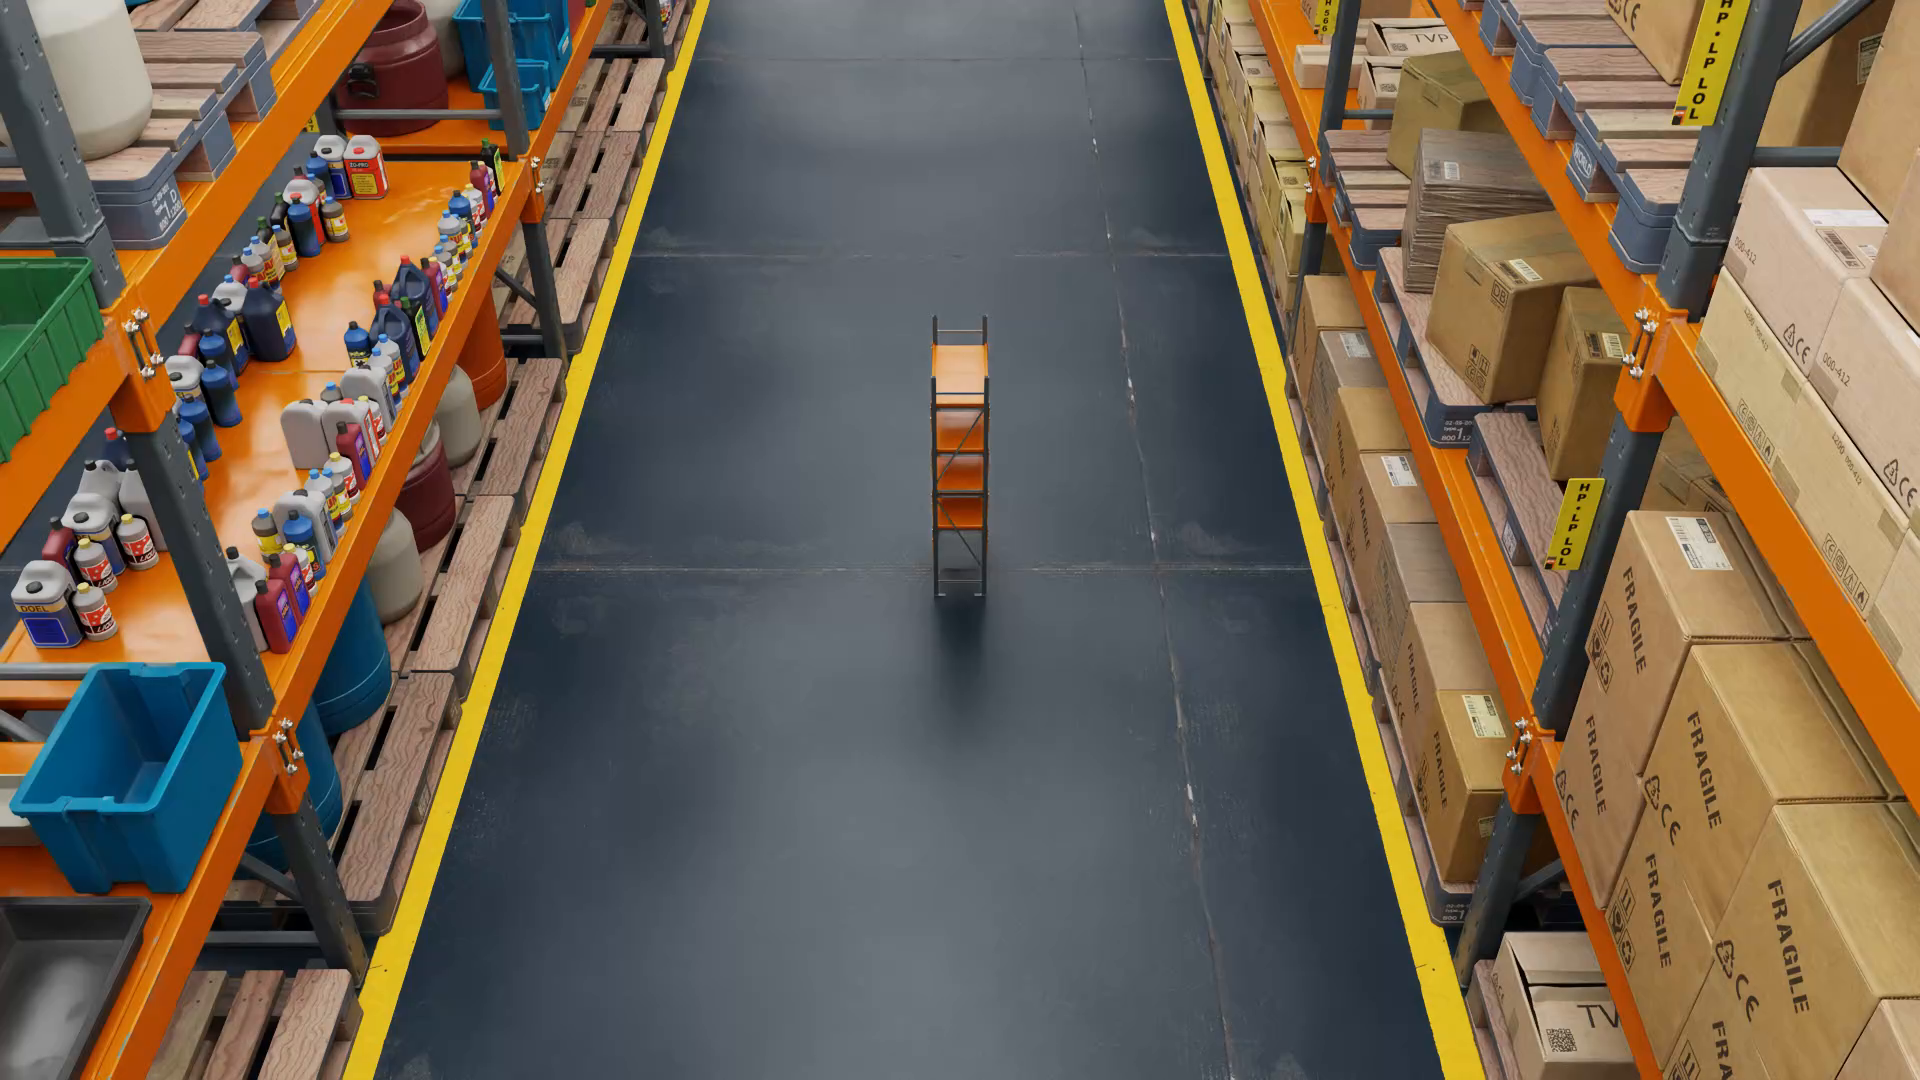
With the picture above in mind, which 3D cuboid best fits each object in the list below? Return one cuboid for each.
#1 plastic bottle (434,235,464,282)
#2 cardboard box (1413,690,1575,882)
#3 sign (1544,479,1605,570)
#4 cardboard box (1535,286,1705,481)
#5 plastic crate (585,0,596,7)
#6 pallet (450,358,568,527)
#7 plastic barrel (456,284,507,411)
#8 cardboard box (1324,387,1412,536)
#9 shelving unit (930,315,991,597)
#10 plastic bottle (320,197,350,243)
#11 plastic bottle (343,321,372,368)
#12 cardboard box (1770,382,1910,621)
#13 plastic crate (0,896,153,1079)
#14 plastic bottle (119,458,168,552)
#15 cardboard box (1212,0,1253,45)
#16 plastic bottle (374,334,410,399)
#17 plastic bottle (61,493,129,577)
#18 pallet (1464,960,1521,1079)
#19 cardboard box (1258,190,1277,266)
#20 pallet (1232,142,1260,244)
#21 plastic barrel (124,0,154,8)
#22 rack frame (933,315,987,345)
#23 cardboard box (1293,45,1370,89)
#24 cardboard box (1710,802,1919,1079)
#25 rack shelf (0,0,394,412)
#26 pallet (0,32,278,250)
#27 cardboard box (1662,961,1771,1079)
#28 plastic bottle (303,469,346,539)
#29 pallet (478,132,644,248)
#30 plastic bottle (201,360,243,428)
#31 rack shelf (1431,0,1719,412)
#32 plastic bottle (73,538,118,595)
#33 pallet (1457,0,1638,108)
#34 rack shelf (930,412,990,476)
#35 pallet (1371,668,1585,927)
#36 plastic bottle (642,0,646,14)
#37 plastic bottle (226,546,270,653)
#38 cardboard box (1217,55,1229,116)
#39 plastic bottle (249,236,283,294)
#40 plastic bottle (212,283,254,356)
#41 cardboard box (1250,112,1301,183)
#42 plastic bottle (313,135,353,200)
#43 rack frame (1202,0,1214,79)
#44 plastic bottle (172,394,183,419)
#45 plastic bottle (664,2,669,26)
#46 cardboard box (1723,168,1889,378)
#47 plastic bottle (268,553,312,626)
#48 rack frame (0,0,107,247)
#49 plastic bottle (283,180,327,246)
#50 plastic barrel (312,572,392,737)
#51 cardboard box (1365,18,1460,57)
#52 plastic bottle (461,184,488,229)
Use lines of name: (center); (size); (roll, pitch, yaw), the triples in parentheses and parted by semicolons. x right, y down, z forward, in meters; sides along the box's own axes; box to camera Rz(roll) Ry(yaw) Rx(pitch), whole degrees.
plastic bottle: (-2.249, -1.242, 7.306); (0.097, 0.201, 0.097); (0, 39, 0)
cardboard box: (2.012, 0.902, 6.118); (0.500, 0.500, 0.500); (0, 39, 0)
sign: (1.744, -0.042, 4.724); (0.100, 0.325, 0.005); (0, 39, 0)
cardboard box: (2.458, -0.522, 5.833); (0.700, 0.500, 0.500); (6, 39, 7)
plastic crate: (-2.379, -3.423, 10.038); (0.450, 0.188, 0.662); (0, 39, 0)
pallet: (-2.617, -0.512, 8.466); (1.003, 0.211, 1.213); (0, 39, 0)
plastic barrel: (-2.642, -1.104, 8.374); (0.600, 0.830, 0.708); (0, 39, 0)
cardboard box: (2.011, -0.365, 7.699); (0.500, 0.500, 0.500); (-1, 39, -1)
shelving unit: (0.000, -0.365, 7.491); (0.258, 1.200, 0.503); (0, 39, 0)
plastic bottle: (-2.857, -1.467, 7.587); (0.097, 0.201, 0.097); (0, 39, 0)
plastic bottle: (-2.393, -0.749, 6.635); (0.097, 0.271, 0.097); (0, 39, 0)
cardboard box: (2.048, -0.088, 3.428); (0.500, 0.250, 0.500); (0, 39, 0)
plastic crate: (-2.385, 1.192, 4.281); (0.437, 0.125, 0.590); (0, 39, 0)
plastic bottle: (-2.839, -0.147, 5.820); (0.144, 0.351, 0.185); (0, 39, 0)
cardboard box: (2.041, -3.647, 11.562); (0.500, 0.311, 0.500); (0, 39, 0)
plastic bottle: (-2.248, -0.689, 6.559); (0.097, 0.271, 0.097); (0, 39, 0)
plastic bottle: (-2.979, -0.018, 5.719); (0.152, 0.276, 0.135); (0, 39, 0)
pallet: (2.299, 1.925, 5.425); (1.003, 0.211, 1.213); (0, 39, 0)
cardboard box: (2.046, -1.836, 9.751); (0.500, 0.250, 0.500); (0, 39, -1)
pallet: (2.334, -2.282, 10.674); (1.003, 0.211, 1.213); (0, 39, 0)
plastic barrel: (-2.809, -2.189, 5.193); (0.600, 0.901, 0.708); (0, 39, 0)
rack frame: (0.000, -0.517, 7.682); (0.240, 1.200, 0.015); (0, 39, 0)
cardboard box: (2.017, -2.559, 8.990); (0.380, 0.149, 0.250); (0, 39, 0)
cardboard box: (2.019, 0.917, 3.573); (0.500, 0.500, 0.500); (-1, 39, -1)
rack shelf: (-2.657, -1.732, 5.935); (1.077, 0.370, 4.000); (0, 39, 0)
pallet: (-2.753, -1.179, 4.820); (1.213, 0.211, 1.003); (0, 39, 0)
cardboard box: (2.029, 1.320, 3.870); (0.500, 0.500, 0.500); (0, 39, 0)
plastic bottle: (-2.247, -0.133, 5.865); (0.097, 0.271, 0.097); (0, 39, 0)
pallet: (-2.620, -2.250, 10.635); (1.003, 0.211, 1.213); (0, 39, 0)
plastic bottle: (-2.855, -0.572, 6.414); (0.097, 0.271, 0.097); (0, 39, 0)
rack shelf: (2.297, -1.733, 5.937); (1.077, 0.370, 4.000); (0, 39, 0)
plastic bottle: (-2.945, 0.084, 5.651); (0.097, 0.201, 0.097); (0, 39, 0)
pallet: (2.364, -1.747, 5.528); (1.213, 0.211, 1.003); (0, 39, 0)
rack shelf: (0.000, -0.487, 7.393); (0.258, 0.148, 0.480); (0, 39, 0)
pallet: (2.260, 0.987, 6.596); (1.003, 0.211, 1.213); (0, 39, 0)
plastic bottle: (-2.360, -4.108, 12.543); (0.061, 0.283, 0.133); (0, 39, 0)
plastic bottle: (-2.331, 0.182, 5.409); (0.144, 0.351, 0.185); (0, 39, 0)
cardboard box: (2.042, -3.115, 11.346); (0.500, 0.250, 0.500); (1, 39, 1)
plastic bottle: (-3.008, -1.182, 7.175); (0.097, 0.271, 0.097); (0, 39, 0)
plastic bottle: (-2.980, -0.907, 6.827); (0.152, 0.276, 0.135); (0, 39, 0)
cardboard box: (2.042, -2.372, 9.971); (0.500, 0.311, 0.500); (0, 39, 0)
plastic bottle: (-2.982, -1.774, 7.910); (0.152, 0.276, 0.135); (0, 39, 0)
rack frame: (2.290, -4.596, 11.332); (1.000, 3.000, 0.127); (0, 39, 0)
plastic bottle: (-2.979, -0.418, 6.217); (0.152, 0.276, 0.135); (0, 39, 0)
plastic bottle: (-2.226, -3.937, 12.396); (0.097, 0.201, 0.097); (0, 39, 0)
cardboard box: (2.051, -0.596, 3.662); (0.500, 0.250, 0.500); (0, 39, 0)
plastic bottle: (-2.228, 0.141, 5.515); (0.061, 0.283, 0.133); (0, 39, 0)
rack frame: (-2.655, -1.933, 3.211); (1.000, 3.000, 0.127); (0, 39, 0)
plastic bottle: (-2.981, -1.485, 7.549); (0.152, 0.276, 0.135); (0, 39, 0)
plastic barrel: (-2.639, 0.280, 6.589); (0.600, 0.901, 0.708); (0, 39, 0)
cardboard box: (2.487, -2.619, 8.936); (0.500, 0.311, 0.500); (0, 39, -1)
plastic bottle: (-2.250, -1.546, 7.685); (0.097, 0.201, 0.097); (0, 39, 0)
